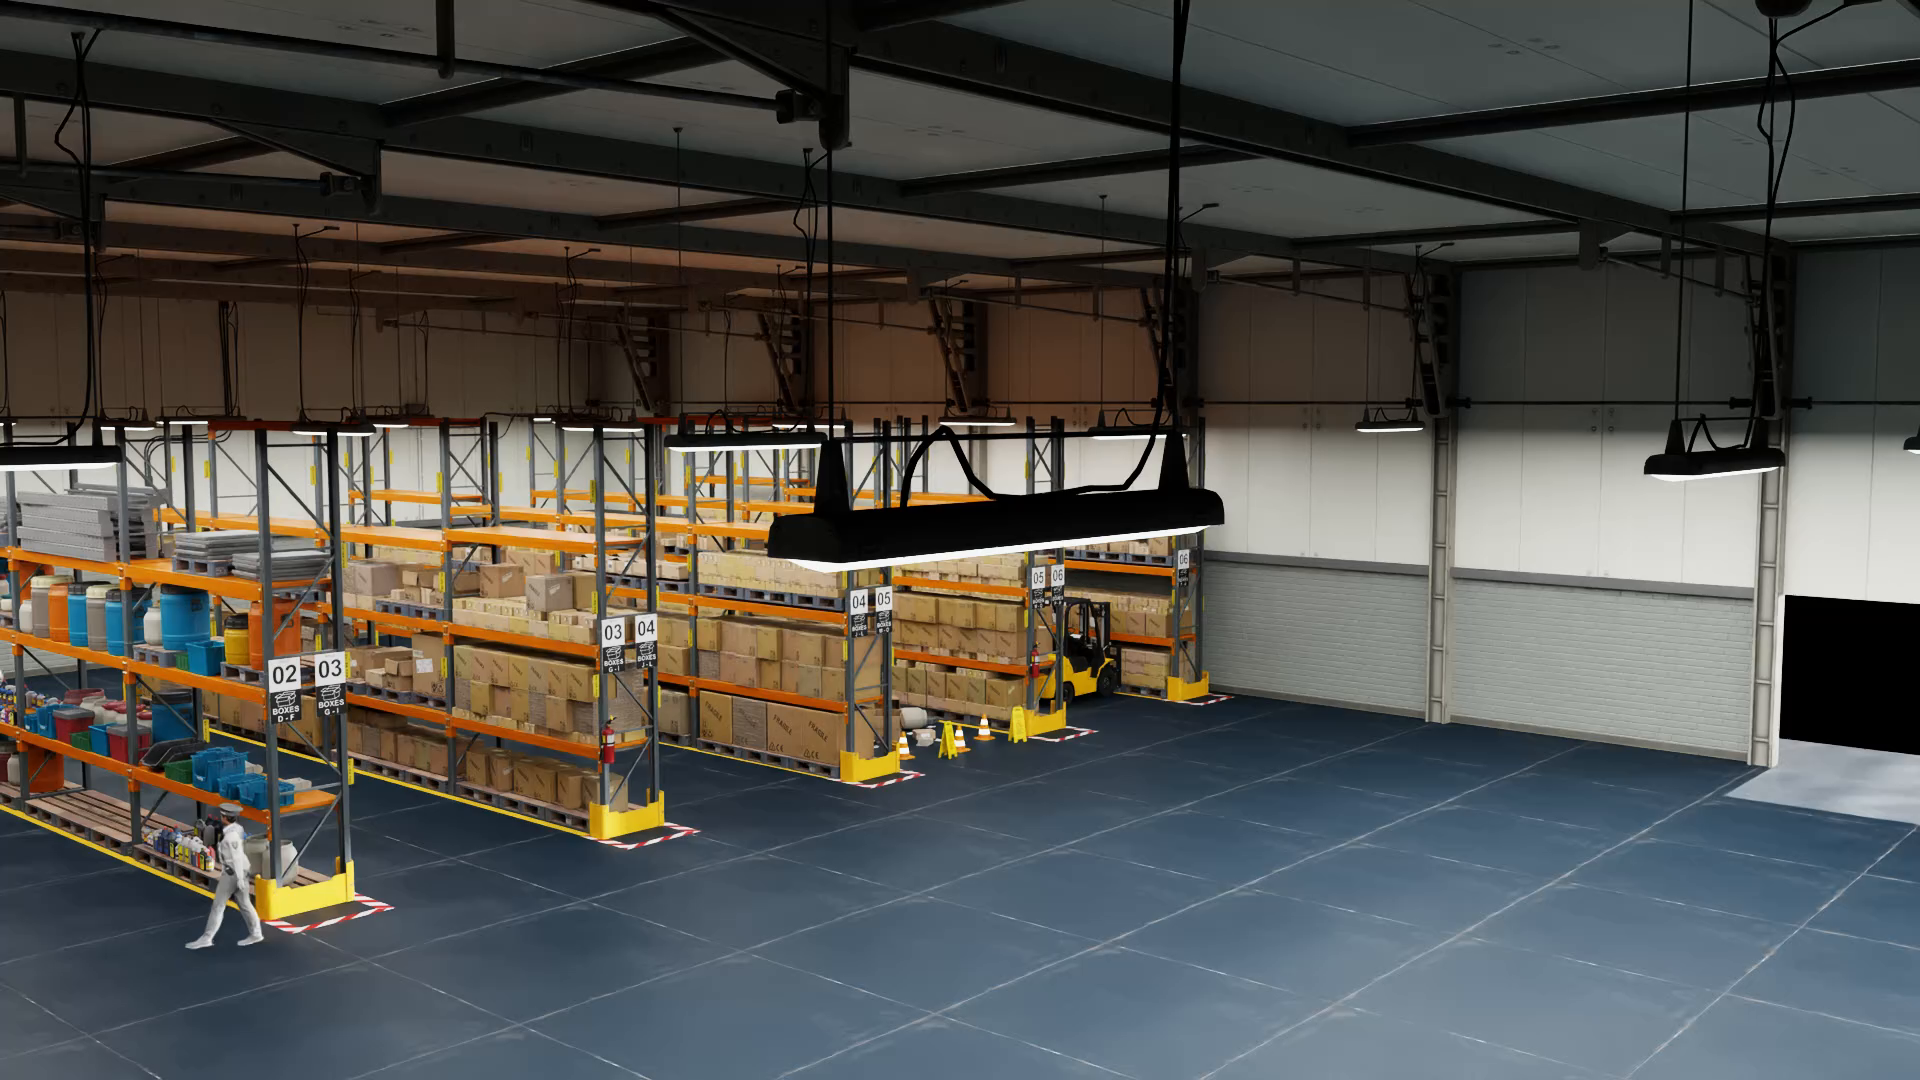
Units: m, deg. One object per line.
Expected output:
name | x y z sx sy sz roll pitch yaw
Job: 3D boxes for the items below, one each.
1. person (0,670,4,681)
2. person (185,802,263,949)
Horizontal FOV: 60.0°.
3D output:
person | -17.758 2.918 30.528 1.031 1.730 0.621 2 5 25
person | -8.553 3.894 19.324 0.778 1.676 0.557 -1 5 -9
